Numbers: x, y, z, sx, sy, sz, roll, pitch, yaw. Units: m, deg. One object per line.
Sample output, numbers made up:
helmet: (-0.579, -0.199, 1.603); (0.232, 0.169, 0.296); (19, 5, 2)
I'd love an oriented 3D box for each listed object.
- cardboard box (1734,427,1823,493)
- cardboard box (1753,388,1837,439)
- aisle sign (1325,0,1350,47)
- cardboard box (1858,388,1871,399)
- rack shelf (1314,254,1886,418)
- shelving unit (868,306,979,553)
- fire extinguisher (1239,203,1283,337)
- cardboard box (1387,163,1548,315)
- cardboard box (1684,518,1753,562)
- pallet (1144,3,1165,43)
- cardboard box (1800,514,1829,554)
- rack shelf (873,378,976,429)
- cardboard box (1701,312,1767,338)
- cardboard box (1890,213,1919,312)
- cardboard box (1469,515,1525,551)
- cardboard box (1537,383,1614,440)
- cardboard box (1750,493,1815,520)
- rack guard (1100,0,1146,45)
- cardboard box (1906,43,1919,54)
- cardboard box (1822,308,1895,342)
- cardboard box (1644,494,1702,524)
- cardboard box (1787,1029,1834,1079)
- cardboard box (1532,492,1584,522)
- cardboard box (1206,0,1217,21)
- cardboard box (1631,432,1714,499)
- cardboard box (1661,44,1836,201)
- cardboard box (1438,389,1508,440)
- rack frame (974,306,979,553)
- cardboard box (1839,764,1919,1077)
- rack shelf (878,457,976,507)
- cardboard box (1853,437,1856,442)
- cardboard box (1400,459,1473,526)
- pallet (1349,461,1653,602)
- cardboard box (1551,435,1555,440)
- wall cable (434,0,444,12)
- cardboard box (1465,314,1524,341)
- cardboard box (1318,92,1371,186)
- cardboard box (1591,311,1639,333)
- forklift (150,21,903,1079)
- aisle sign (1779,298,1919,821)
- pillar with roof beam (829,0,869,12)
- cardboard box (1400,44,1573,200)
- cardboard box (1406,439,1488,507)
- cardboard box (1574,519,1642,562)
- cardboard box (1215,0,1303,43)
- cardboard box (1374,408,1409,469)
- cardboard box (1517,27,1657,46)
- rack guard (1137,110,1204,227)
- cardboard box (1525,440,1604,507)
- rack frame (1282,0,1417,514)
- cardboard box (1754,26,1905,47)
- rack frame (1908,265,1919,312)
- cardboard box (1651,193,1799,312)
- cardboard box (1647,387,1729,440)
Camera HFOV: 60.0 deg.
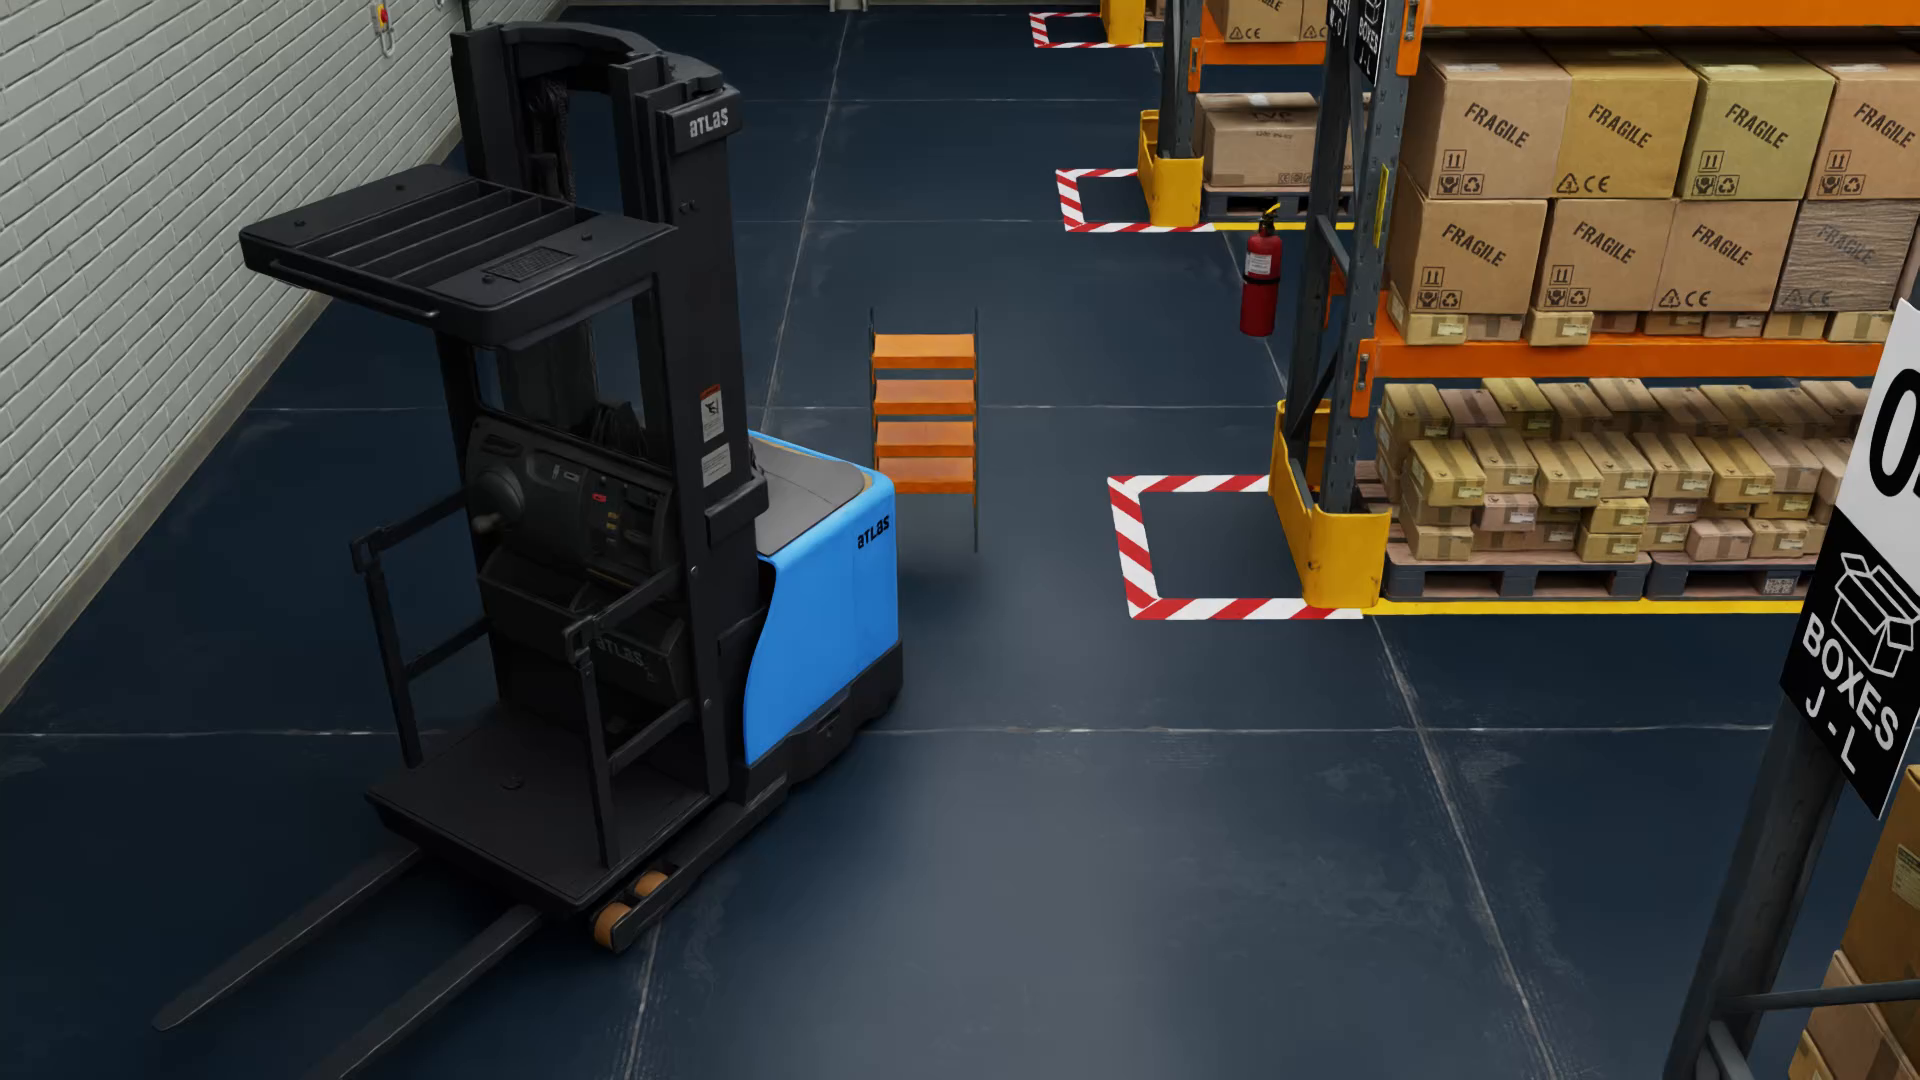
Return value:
cardboard box: (3.797, -0.373, 7.744); (0.250, 0.149, 0.380); (0, 31, 0)
cardboard box: (4.043, -0.591, 8.102); (0.250, 0.149, 0.380); (-1, 31, -2)
aisle sign: (1.630, -2.535, 7.030); (0.004, 0.787, 0.394); (0, 31, 0)
cardboard box: (4.570, -0.593, 8.106); (0.250, 0.149, 0.380); (-1, 31, -2)
rack shelf: (3.704, -0.967, 7.645); (4.000, 0.370, 1.077); (0, 31, 0)
shelving unit: (-0.166, -0.512, 7.938); (0.503, 1.200, 0.258); (0, 31, 0)
fire extinguisher: (1.450, -1.314, 7.958); (0.183, 0.674, 0.296); (0, 31, 0)
cardboard box: (2.155, -1.296, 7.111); (0.500, 0.500, 0.500); (1, 31, 2)
cardboard box: (3.500, -0.062, 7.804); (0.250, 0.149, 0.380); (-2, 31, -3)
pallet: (2.413, -5.221, 16.652); (1.213, 0.211, 1.003); (0, 31, 0)
cardboard box: (4.018, -0.094, 7.857); (0.250, 0.149, 0.380); (0, 31, 1)
rack shelf: (-0.166, -0.646, 7.857); (0.480, 0.148, 0.258); (0, 31, 0)
cardboard box: (3.331, -1.033, 7.303); (0.250, 0.149, 0.380); (-1, 31, -1)
cardboard box: (4.206, -1.301, 7.119); (0.500, 0.500, 0.500); (0, 31, -1)
cardboard box: (2.492, -0.108, 7.879); (0.250, 0.149, 0.380); (0, 31, 0)
cardboard box: (3.001, -0.622, 8.153); (0.250, 0.149, 0.380); (-1, 31, -2)
cardboard box: (3.812, -0.255, 7.836); (0.250, 0.149, 0.380); (1, 31, 2)
rack guard: (1.616, -5.342, 16.572); (0.348, 0.500, 1.175); (0, 31, 0)
cardboard box: (4.207, -1.738, 6.875); (0.500, 0.500, 0.500); (1, 31, 1)
cardboard box: (3.857, -1.009, 7.263); (0.250, 0.149, 0.380); (0, 31, 1)
cardboard box: (3.270, -0.237, 7.806); (0.250, 0.149, 0.380); (-2, 31, -3)
cardboard box: (1.987, 1.240, 3.556); (0.250, 0.149, 0.380); (0, 31, 1)
cardboard box: (2.748, -0.243, 7.815); (0.250, 0.149, 0.380); (0, 31, 0)
cardboard box: (2.054, -4.017, 11.883); (0.500, 0.500, 0.500); (0, 31, 0)
cardboard box: (3.283, -0.346, 7.698); (0.250, 0.149, 0.380); (1, 31, 2)
cardboard box: (3.180, -1.724, 6.853); (0.500, 0.500, 0.500); (-1, 31, -1)
cardboard box: (2.484, -0.587, 8.096); (0.250, 0.149, 0.380); (0, 31, 1)
rack frame: (0.078, -0.513, 7.939); (0.015, 1.200, 0.240); (0, 31, 0)
cardboard box: (2.119, 0.783, 3.202); (0.500, 0.500, 0.500); (0, 31, 0)
rack shelf: (-0.166, -0.285, 8.076); (0.480, 0.148, 0.258); (0, 31, 0)
cardboard box: (4.316, -0.325, 7.663); (0.250, 0.149, 0.380); (-2, 31, -3)
cardboard box: (2.230, -0.225, 7.785); (0.250, 0.149, 0.380); (1, 31, 2)
pallet: (2.593, -0.060, 8.146); (1.213, 0.211, 1.003); (0, 31, 0)
cardboard box: (3.020, -0.456, 8.166); (0.250, 0.149, 0.380); (-1, 31, -1)
wall cable: (-4.085, -4.976, 12.580); (0.122, 1.984, 0.588); (0, 31, 0)
cardboard box: (2.285, -1.014, 7.272); (0.250, 0.149, 0.380); (1, 31, 1)
cardboard box: (3.148, -2.981, 12.336); (0.875, 0.438, 0.875); (1, 31, 1)
cardboard box: (2.812, -1.059, 7.346); (0.250, 0.149, 0.380); (1, 31, 2)
forklift: (-1.469, -0.087, 5.567); (1.130, 2.935, 3.031); (19, 36, 28)
aisle sign: (1.560, 0.038, 2.789); (0.004, 0.787, 0.394); (0, 31, 0)
pillar with roof beam: (-1.136, -7.201, 11.443); (0.400, 9.000, 9.100); (0, 31, 0)
cardboard box: (2.155, -1.729, 6.861); (0.500, 0.500, 0.500); (0, 31, -1)
cardboard box: (2.230, -0.309, 7.637); (0.250, 0.149, 0.380); (-2, 31, -3)
cardboard box: (2.996, -0.056, 7.794); (0.250, 0.149, 0.380); (0, 31, 0)
cardboard box: (2.055, -3.731, 11.411); (0.500, 0.500, 0.500); (0, 31, -1)
cardboard box: (2.231, -0.506, 8.249); (0.250, 0.149, 0.380); (-1, 31, -2)
cardboard box: (2.667, -1.998, 7.304); (0.500, 0.500, 0.500); (-1, 31, -2)
rack guard: (1.550, -2.767, 12.328); (0.348, 0.500, 1.175); (0, 31, 0)
cardboard box: (2.758, -0.306, 7.633); (0.250, 0.149, 0.380); (0, 31, 0)
rack frame: (1.704, -1.268, 7.448); (0.127, 3.000, 1.000); (0, 31, 0)
cardboard box: (3.716, -2.007, 7.319); (0.500, 0.500, 0.500); (-1, 31, -2)
rack frame: (1.633, -1.260, 1.651); (0.127, 3.000, 1.000); (0, 31, 0)
cardboard box: (3.180, -1.306, 7.128); (0.500, 0.500, 0.500); (0, 31, 0)
cardboard box: (3.534, -0.595, 8.109); (0.250, 0.149, 0.380); (-1, 31, -2)
